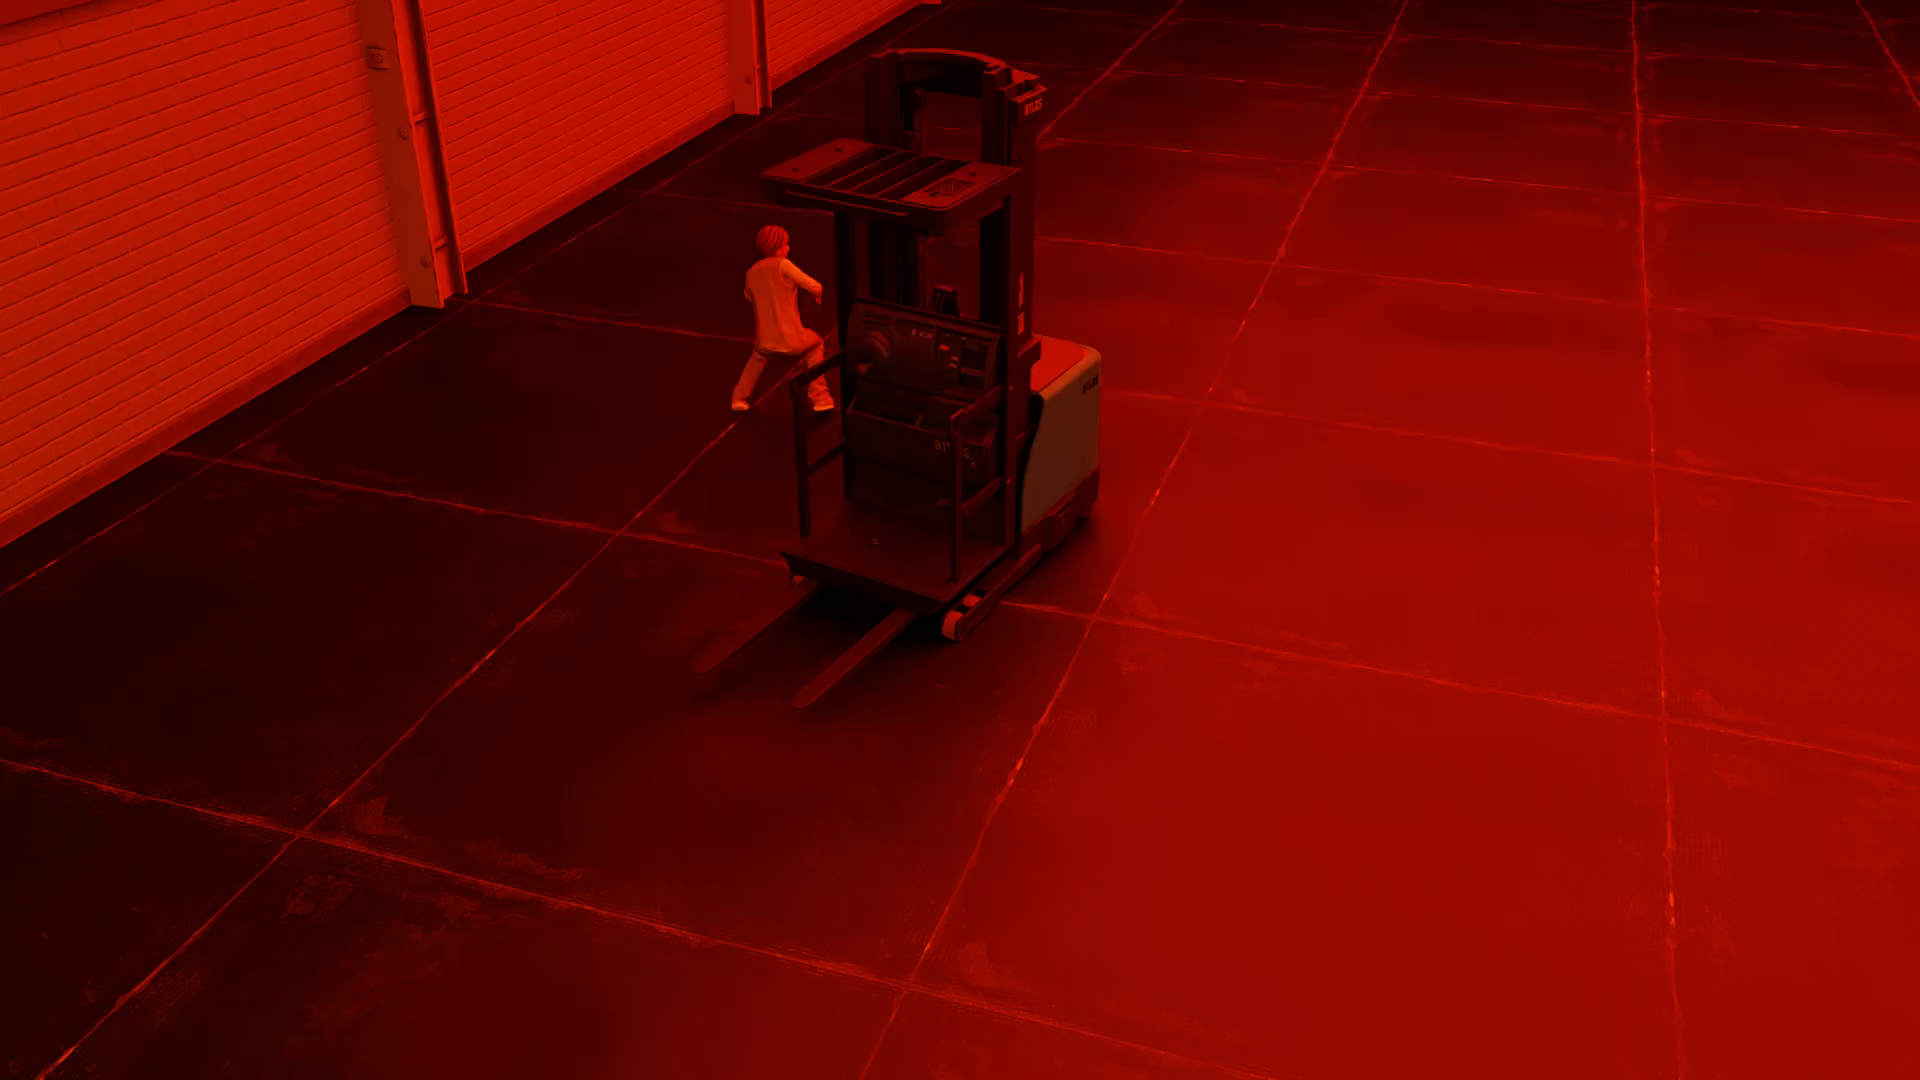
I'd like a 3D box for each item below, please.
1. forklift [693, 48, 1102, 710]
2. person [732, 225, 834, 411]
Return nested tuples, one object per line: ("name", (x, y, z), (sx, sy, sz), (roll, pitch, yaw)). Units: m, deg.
("forklift", (-0.315, -0.977, 8.851), (1.130, 2.935, 3.031), (16, 33, 26))
("person", (-1.220, -1.471, 11.374), (0.736, 1.355, 0.765), (8, 31, 14))
